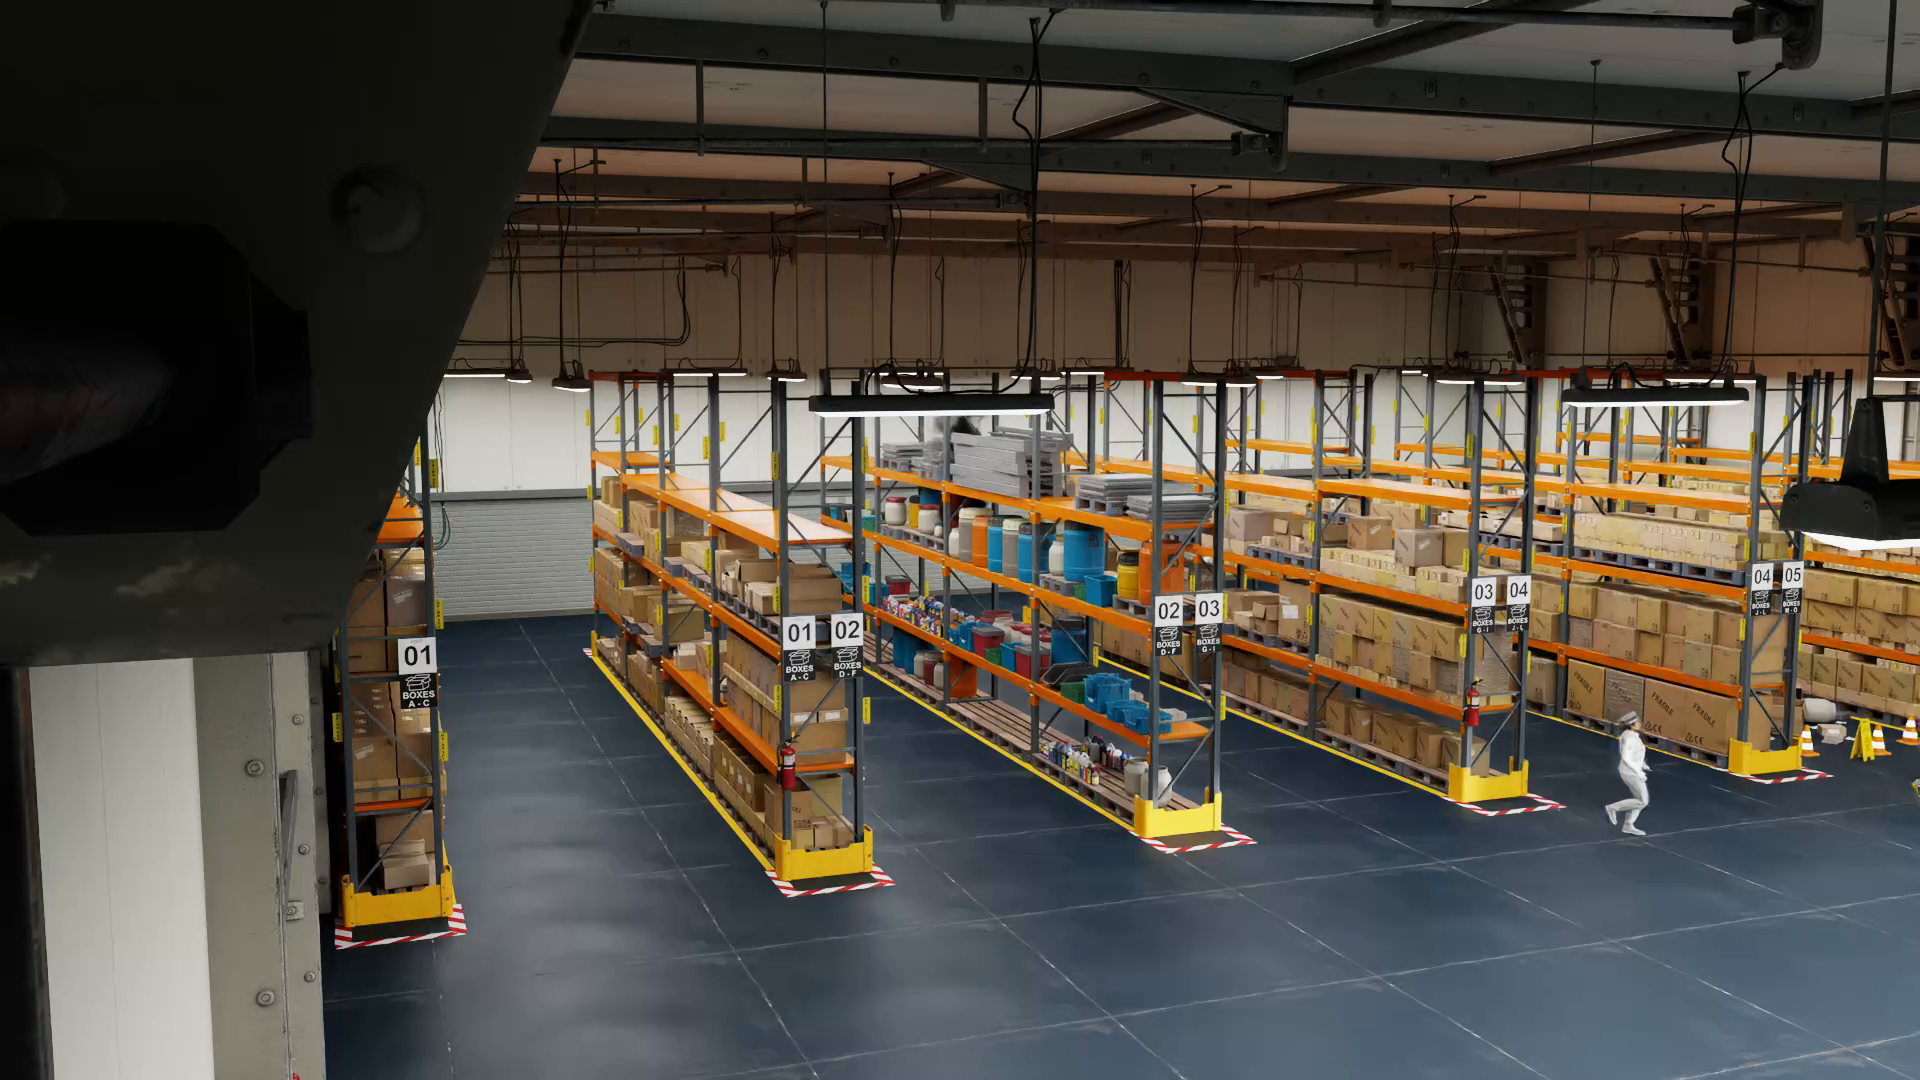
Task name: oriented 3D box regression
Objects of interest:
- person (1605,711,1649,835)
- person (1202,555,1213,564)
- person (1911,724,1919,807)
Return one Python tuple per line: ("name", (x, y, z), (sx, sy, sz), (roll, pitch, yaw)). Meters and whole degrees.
("person", (8.818, 3.072, 21.953), (0.559, 1.657, 0.627), (2, 7, 14))
("person", (5.997, 0.928, 40.860), (0.845, 1.756, 0.693), (-4, 8, -34))
("person", (13.603, 2.898, 23.157), (0.579, 1.725, 0.701), (3, 7, 27))
